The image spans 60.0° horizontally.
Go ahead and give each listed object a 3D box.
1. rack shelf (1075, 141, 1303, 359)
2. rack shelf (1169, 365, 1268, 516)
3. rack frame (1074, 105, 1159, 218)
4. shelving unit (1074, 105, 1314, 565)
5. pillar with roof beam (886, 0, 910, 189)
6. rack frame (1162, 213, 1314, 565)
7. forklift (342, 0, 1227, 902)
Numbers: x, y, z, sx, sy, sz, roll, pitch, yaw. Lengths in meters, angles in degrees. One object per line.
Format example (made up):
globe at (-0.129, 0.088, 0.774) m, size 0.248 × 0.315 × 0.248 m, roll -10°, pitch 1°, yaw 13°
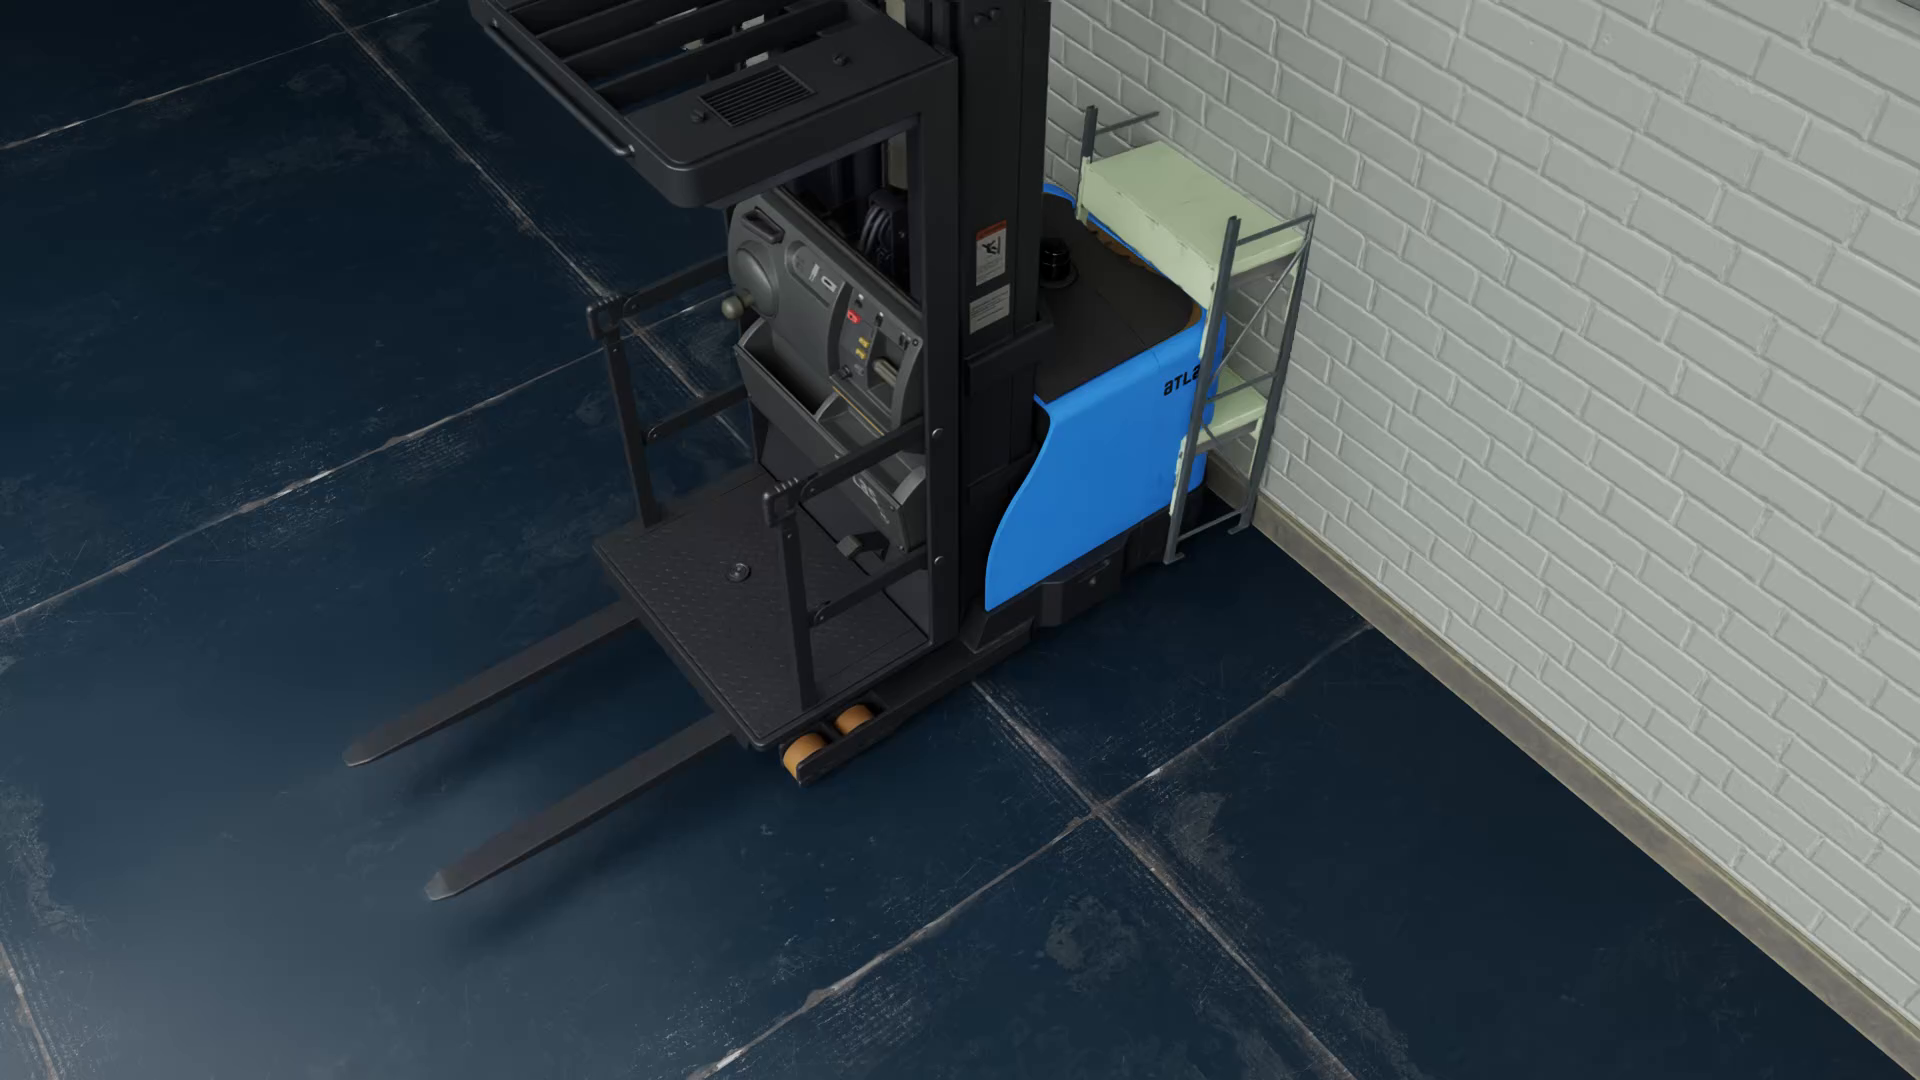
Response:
rack shelf at (0.772, -1.015, 5.603) m, size 0.431 × 0.370 × 0.720 m, roll -23°, pitch 51°, yaw -25°
rack shelf at (0.738, -0.508, 6.109) m, size 0.431 × 0.370 × 0.720 m, roll -23°, pitch 51°, yaw -25°
rack frame at (0.553, -0.962, 6.089) m, size 0.400 × 1.500 × 0.023 m, roll -23°, pitch 51°, yaw -25°
shelving unit at (0.754, -0.739, 5.879) m, size 0.431 × 1.500 × 0.755 m, roll -23°, pitch 51°, yaw -25°
pillar with roof beam at (-3.852, -2.502, 2.444) m, size 9.100 × 9.000 × 0.400 m, roll -29°, pitch 54°, yaw -24°
rack frame at (0.954, -0.516, 5.669) m, size 0.400 × 1.500 × 0.023 m, roll -23°, pitch 51°, yaw -25°
forklift at (-0.577, -0.631, 4.844) m, size 3.031 × 2.935 × 1.130 m, roll -29°, pitch 54°, yaw -24°
